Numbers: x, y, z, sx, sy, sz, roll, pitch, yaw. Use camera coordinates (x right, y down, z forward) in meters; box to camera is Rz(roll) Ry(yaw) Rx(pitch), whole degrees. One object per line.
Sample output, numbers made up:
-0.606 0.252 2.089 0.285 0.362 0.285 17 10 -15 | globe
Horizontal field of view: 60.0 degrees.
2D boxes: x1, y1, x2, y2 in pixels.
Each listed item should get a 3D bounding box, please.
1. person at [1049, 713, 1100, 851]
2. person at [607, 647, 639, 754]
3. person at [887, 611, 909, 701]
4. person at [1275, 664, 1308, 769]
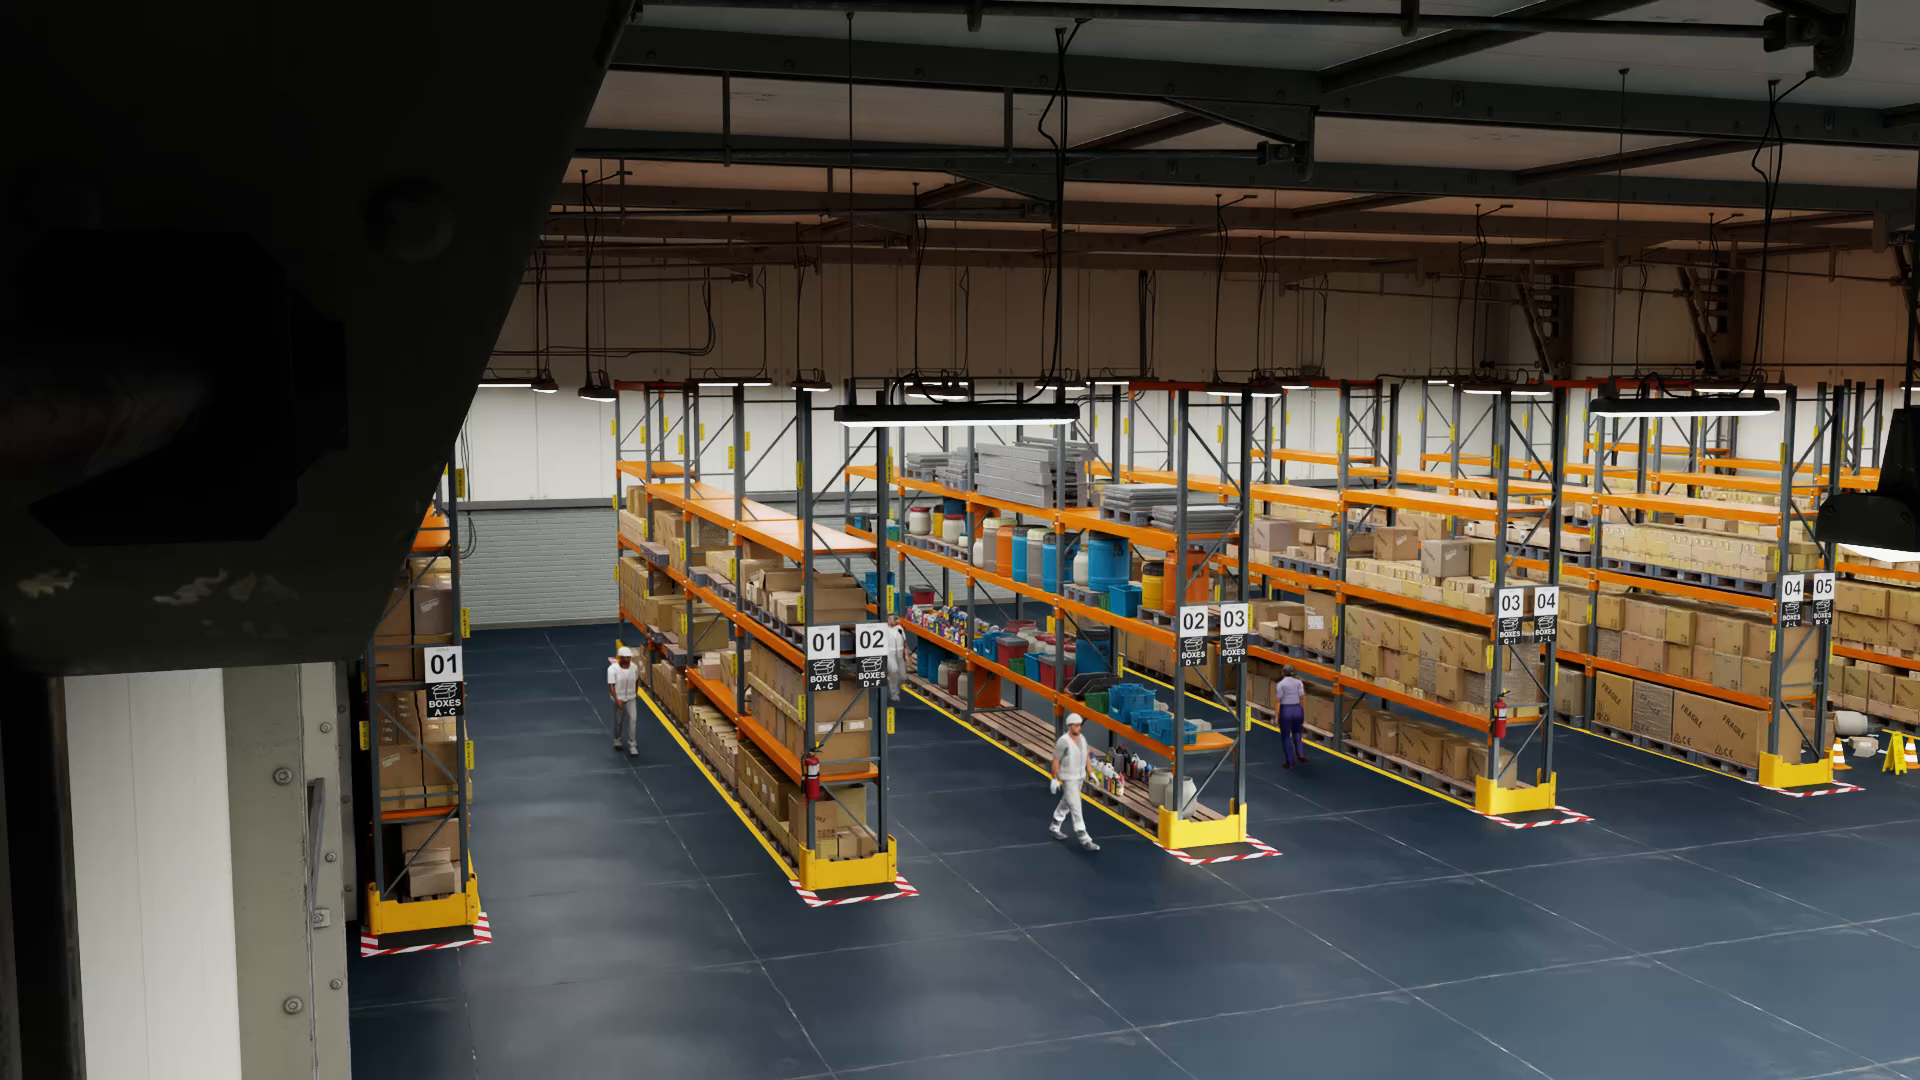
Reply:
1.543 3.136 21.785 1.040 1.729 0.562 5 8 40 | person
-5.465 2.594 27.171 0.562 1.708 0.974 -3 7 -29 | person
-1.167 2.096 30.382 0.566 1.560 0.766 -3 7 -28 | person
5.185 2.758 26.070 0.538 1.638 0.462 -1 6 -12 | person
